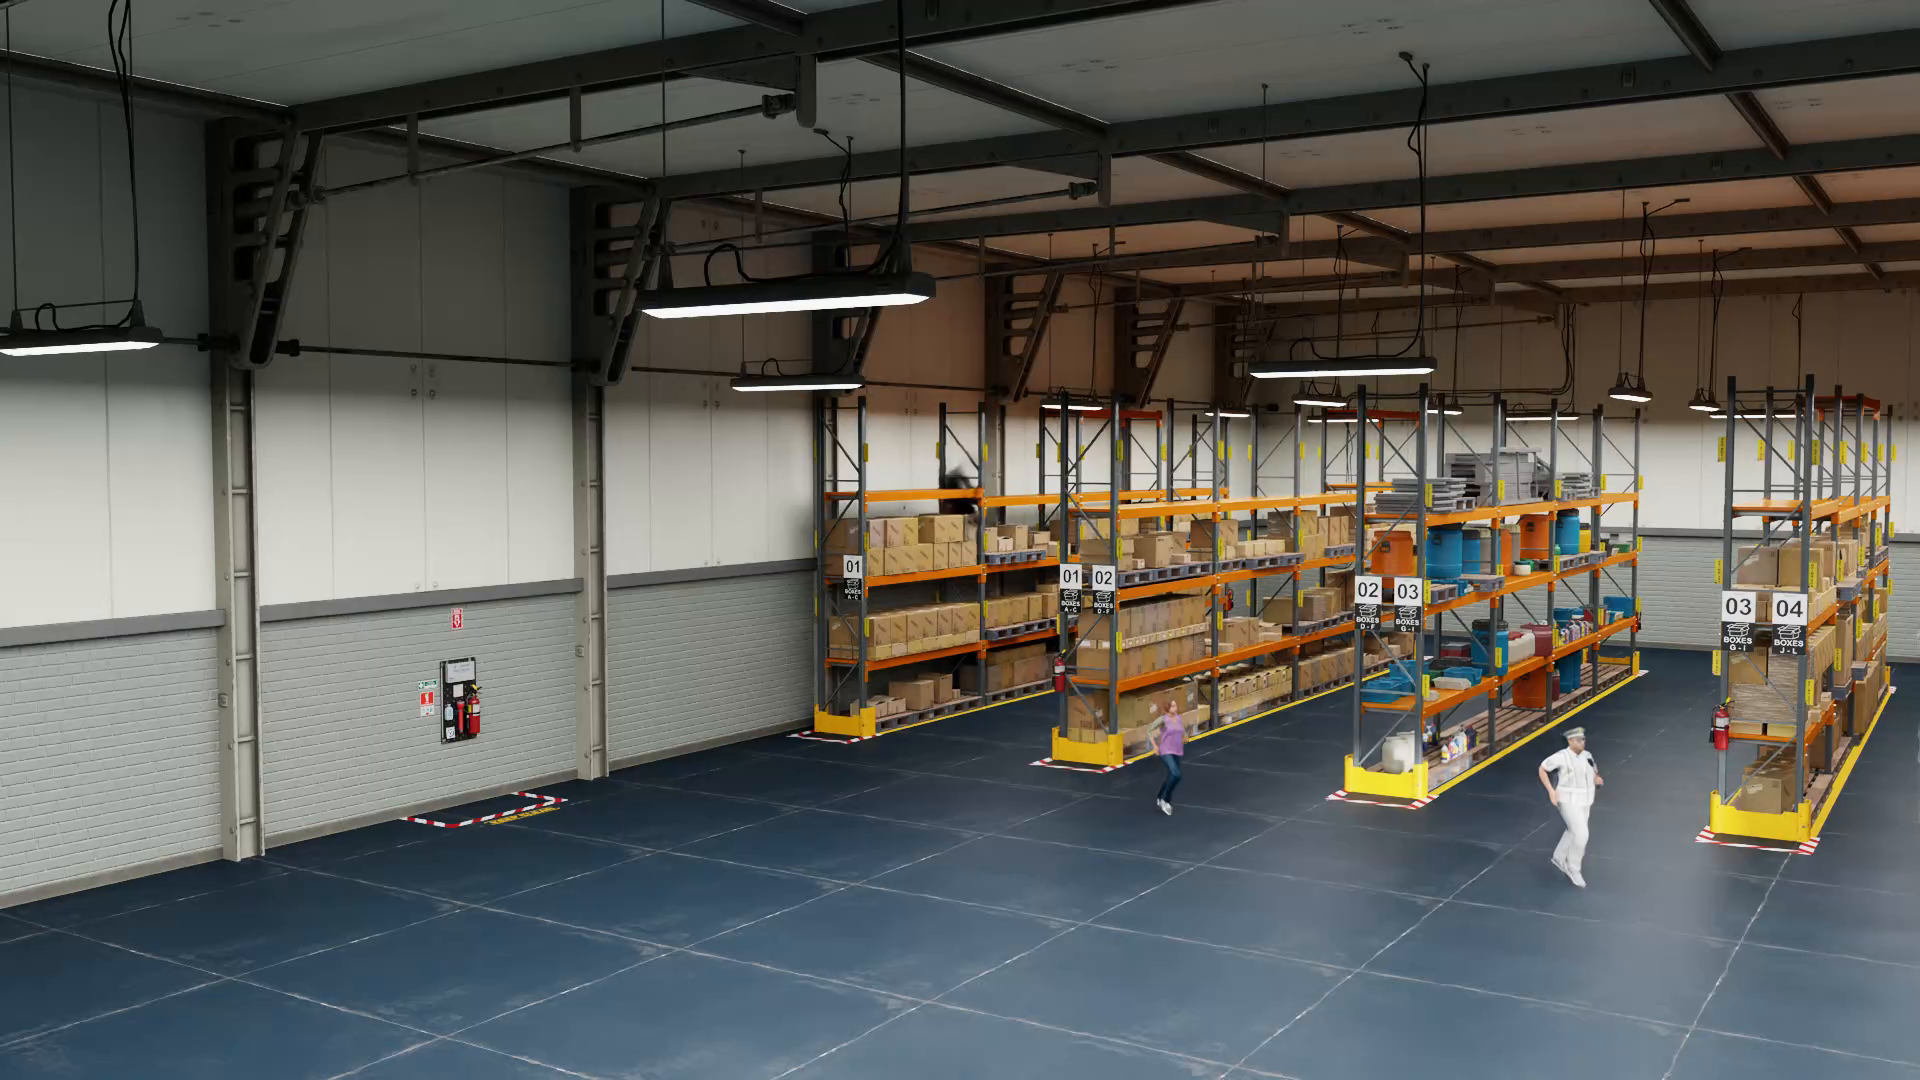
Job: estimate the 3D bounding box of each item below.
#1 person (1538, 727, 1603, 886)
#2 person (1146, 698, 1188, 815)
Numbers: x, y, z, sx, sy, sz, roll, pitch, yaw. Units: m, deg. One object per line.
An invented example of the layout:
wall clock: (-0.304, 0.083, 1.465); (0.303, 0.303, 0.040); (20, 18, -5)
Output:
person: (7.194, 3.103, 19.459); (0.633, 1.850, 0.776); (-2, 3, -28)
person: (2.922, 2.990, 23.034); (0.511, 1.600, 0.672); (-2, 4, -35)
